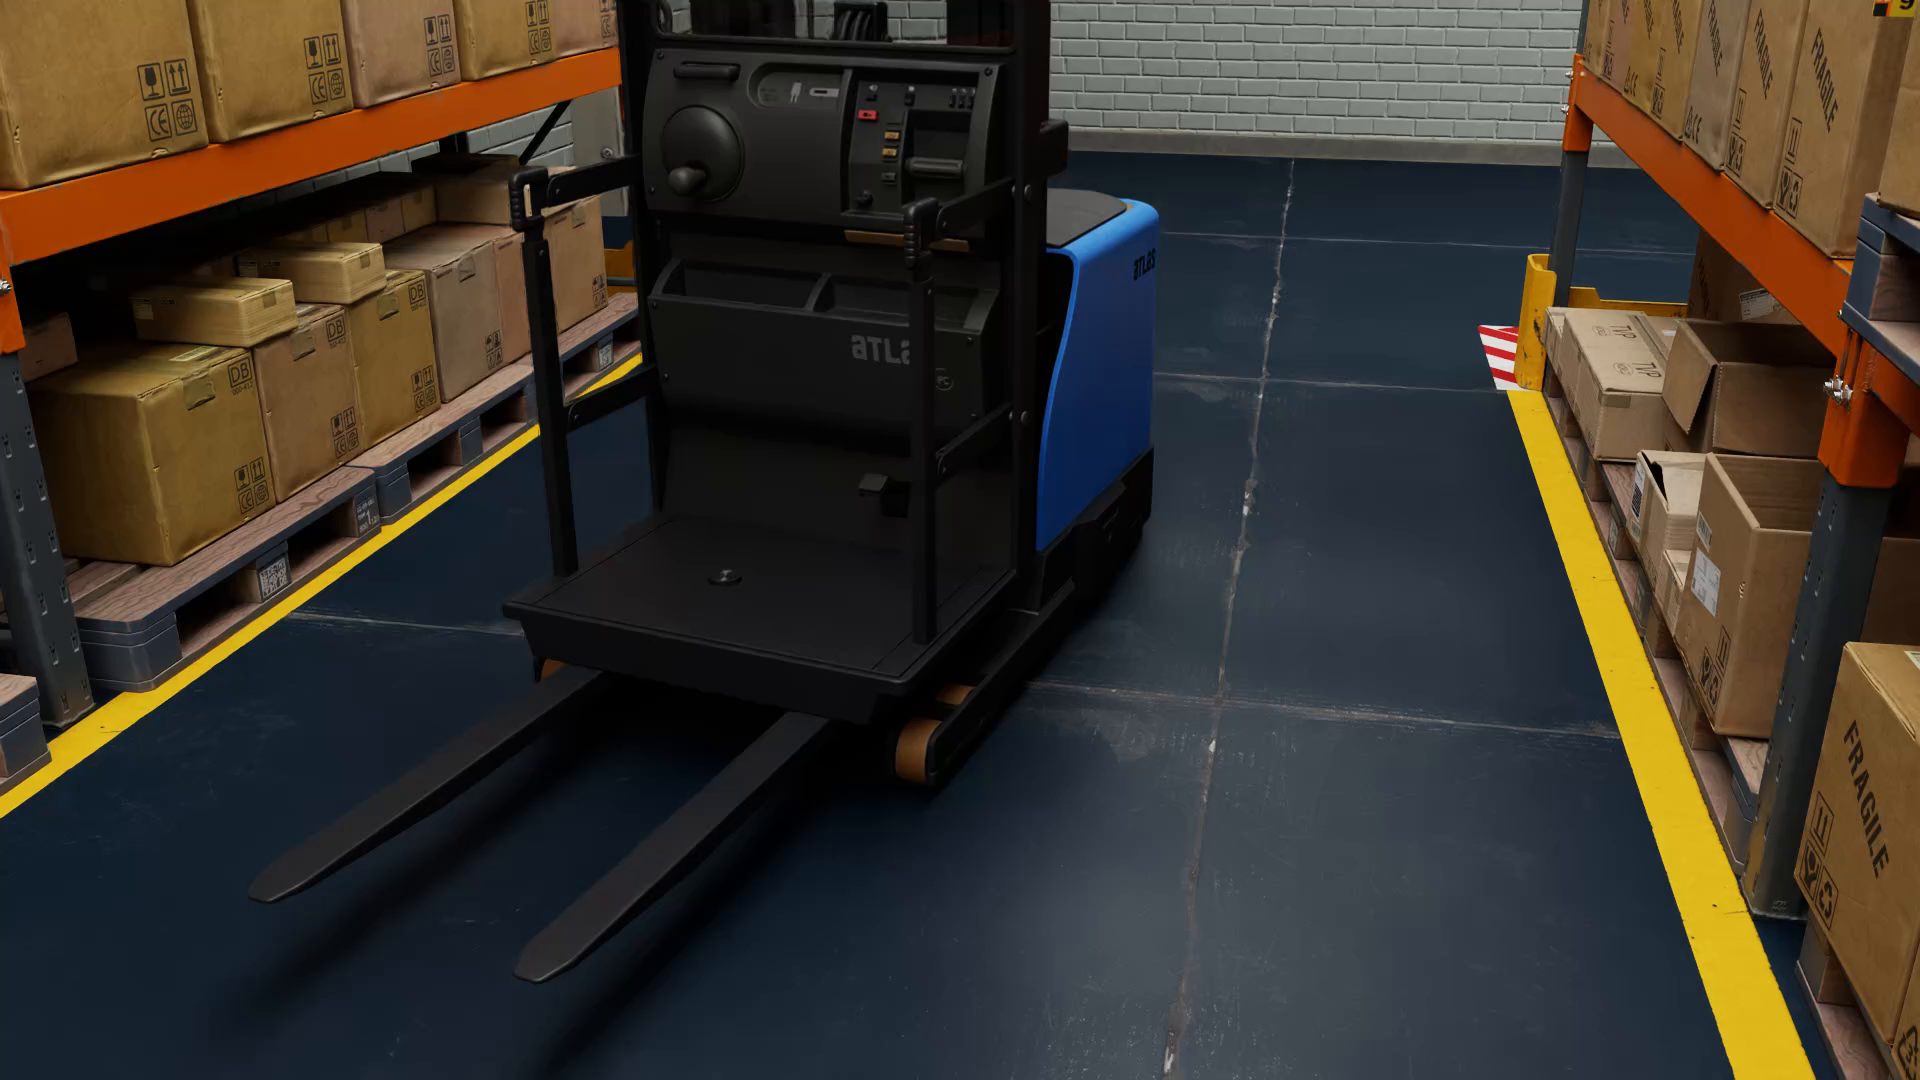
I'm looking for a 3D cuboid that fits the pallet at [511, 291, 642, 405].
[{"bbox_3d":[-1.991,-0.843,7.165,1.003,0.211,1.213,4,22,11],"label":"pallet"}]

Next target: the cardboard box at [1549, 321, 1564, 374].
[{"bbox_3d":[2.473,-0.730,6.355,0.380,0.166,0.250,4,22,11],"label":"cardboard box"}]

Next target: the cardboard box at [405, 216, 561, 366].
[{"bbox_3d":[-2.052,-1.024,6.664,0.700,0.500,0.500,4,22,11],"label":"cardboard box"}]

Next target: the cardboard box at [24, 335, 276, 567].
[{"bbox_3d":[-2.468,-0.273,4.801,0.700,0.500,0.500,5,22,12],"label":"cardboard box"}]

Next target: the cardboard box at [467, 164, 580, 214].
[{"bbox_3d":[-1.797,-1.447,6.846,0.380,0.149,0.250,4,22,10],"label":"cardboard box"}]

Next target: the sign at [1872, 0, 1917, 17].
[{"bbox_3d":[1.597,-1.036,2.752,0.100,0.325,0.005,4,22,11],"label":"sign"}]

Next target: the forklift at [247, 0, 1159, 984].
[{"bbox_3d":[-0.431,-0.959,3.811,1.130,2.935,3.031,9,24,22],"label":"forklift"}]

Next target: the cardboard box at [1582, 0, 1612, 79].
[{"bbox_3d":[2.597,-1.963,6.079,0.500,0.500,0.500,5,22,12],"label":"cardboard box"}]

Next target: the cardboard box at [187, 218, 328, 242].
[{"bbox_3d":[-2.429,-1.012,5.768,0.380,0.149,0.250,4,22,10],"label":"cardboard box"}]

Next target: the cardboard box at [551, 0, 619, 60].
[{"bbox_3d":[-1.999,-2.387,6.864,0.980,0.700,0.700,5,23,13],"label":"cardboard box"}]

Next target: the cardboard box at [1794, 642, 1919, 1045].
[{"bbox_3d":[1.792,0.518,2.810,0.500,0.500,0.500,3,22,8],"label":"cardboard box"}]

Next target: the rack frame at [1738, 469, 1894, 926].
[{"bbox_3d":[2.129,-0.596,2.818,1.000,3.000,0.127,4,22,11],"label":"rack frame"}]

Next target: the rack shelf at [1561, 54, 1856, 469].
[{"bbox_3d":[2.537,-0.994,4.769,1.077,0.370,4.000,4,22,11],"label":"rack shelf"}]

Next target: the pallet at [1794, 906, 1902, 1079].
[{"bbox_3d":[2.000,0.998,2.593,1.003,0.211,1.213,4,22,11],"label":"pallet"}]

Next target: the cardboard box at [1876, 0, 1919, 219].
[{"bbox_3d":[1.814,-0.681,2.333,0.700,0.500,0.500,-3,22,-7],"label":"cardboard box"}]

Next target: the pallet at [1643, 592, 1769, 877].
[{"bbox_3d":[2.270,0.446,3.963,1.003,0.211,1.213,4,22,11],"label":"pallet"}]

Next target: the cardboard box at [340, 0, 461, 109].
[{"bbox_3d":[-2.301,-1.842,5.510,0.980,0.700,0.700,3,22,8],"label":"cardboard box"}]

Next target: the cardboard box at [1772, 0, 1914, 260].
[{"bbox_3d":[1.980,-0.845,3.302,0.500,0.500,0.500,5,22,12],"label":"cardboard box"}]

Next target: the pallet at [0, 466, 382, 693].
[{"bbox_3d":[-2.489,0.049,4.949,1.003,0.211,1.213,4,22,11],"label":"pallet"}]

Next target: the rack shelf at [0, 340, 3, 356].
[{"bbox_3d":[-3.129,0.093,2.071,1.077,0.370,4.000,4,22,11],"label":"rack shelf"}]

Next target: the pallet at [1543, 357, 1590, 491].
[{"bbox_3d":[2.768,-0.446,6.178,1.003,0.211,1.213,4,22,11],"label":"pallet"}]

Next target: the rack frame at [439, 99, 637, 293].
[{"bbox_3d":[-1.905,-2.435,7.385,1.000,3.000,0.127,4,22,11],"label":"rack frame"}]

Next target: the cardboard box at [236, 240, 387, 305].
[{"bbox_3d":[-2.113,-0.876,5.430,0.380,0.149,0.250,4,22,9],"label":"cardboard box"}]

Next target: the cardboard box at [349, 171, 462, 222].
[{"bbox_3d":[-2.222,-1.383,6.689,0.380,0.149,0.250,5,22,11],"label":"cardboard box"}]

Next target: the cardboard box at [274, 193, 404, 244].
[{"bbox_3d":[-2.325,-1.199,6.230,0.380,0.149,0.250,5,22,12],"label":"cardboard box"}]

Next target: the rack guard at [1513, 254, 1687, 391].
[{"bbox_3d":[2.930,-0.872,6.849,1.175,0.500,0.348,4,22,11],"label":"rack guard"}]

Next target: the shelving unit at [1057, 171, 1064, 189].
[{"bbox_3d":[0.188,-0.712,5.516,0.258,1.200,0.189,9,24,22],"label":"shelving unit"}]

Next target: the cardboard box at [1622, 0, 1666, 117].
[{"bbox_3d":[2.391,-1.591,5.154,0.500,0.500,0.500,4,22,11],"label":"cardboard box"}]

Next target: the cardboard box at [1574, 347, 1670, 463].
[{"bbox_3d":[2.353,-0.445,5.534,0.500,0.250,0.500,4,22,11],"label":"cardboard box"}]

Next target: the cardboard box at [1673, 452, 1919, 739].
[{"bbox_3d":[1.968,0.129,3.774,0.500,0.500,0.500,4,22,11],"label":"cardboard box"}]

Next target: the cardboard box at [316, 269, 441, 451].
[{"bbox_3d":[-2.255,-0.644,5.722,0.700,0.500,0.500,5,22,12],"label":"cardboard box"}]

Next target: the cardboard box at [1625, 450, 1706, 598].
[{"bbox_3d":[2.121,-0.057,4.491,0.500,0.311,0.500,4,22,11],"label":"cardboard box"}]

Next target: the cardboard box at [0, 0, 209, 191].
[{"bbox_3d":[-2.594,-1.309,4.186,0.980,0.700,0.700,5,22,12],"label":"cardboard box"}]

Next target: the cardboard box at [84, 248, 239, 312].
[{"bbox_3d":[-2.533,-0.826,5.304,0.380,0.149,0.250,4,22,9],"label":"cardboard box"}]

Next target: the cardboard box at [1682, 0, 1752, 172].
[{"bbox_3d":[2.187,-1.221,4.237,0.500,0.500,0.500,5,22,12],"label":"cardboard box"}]
